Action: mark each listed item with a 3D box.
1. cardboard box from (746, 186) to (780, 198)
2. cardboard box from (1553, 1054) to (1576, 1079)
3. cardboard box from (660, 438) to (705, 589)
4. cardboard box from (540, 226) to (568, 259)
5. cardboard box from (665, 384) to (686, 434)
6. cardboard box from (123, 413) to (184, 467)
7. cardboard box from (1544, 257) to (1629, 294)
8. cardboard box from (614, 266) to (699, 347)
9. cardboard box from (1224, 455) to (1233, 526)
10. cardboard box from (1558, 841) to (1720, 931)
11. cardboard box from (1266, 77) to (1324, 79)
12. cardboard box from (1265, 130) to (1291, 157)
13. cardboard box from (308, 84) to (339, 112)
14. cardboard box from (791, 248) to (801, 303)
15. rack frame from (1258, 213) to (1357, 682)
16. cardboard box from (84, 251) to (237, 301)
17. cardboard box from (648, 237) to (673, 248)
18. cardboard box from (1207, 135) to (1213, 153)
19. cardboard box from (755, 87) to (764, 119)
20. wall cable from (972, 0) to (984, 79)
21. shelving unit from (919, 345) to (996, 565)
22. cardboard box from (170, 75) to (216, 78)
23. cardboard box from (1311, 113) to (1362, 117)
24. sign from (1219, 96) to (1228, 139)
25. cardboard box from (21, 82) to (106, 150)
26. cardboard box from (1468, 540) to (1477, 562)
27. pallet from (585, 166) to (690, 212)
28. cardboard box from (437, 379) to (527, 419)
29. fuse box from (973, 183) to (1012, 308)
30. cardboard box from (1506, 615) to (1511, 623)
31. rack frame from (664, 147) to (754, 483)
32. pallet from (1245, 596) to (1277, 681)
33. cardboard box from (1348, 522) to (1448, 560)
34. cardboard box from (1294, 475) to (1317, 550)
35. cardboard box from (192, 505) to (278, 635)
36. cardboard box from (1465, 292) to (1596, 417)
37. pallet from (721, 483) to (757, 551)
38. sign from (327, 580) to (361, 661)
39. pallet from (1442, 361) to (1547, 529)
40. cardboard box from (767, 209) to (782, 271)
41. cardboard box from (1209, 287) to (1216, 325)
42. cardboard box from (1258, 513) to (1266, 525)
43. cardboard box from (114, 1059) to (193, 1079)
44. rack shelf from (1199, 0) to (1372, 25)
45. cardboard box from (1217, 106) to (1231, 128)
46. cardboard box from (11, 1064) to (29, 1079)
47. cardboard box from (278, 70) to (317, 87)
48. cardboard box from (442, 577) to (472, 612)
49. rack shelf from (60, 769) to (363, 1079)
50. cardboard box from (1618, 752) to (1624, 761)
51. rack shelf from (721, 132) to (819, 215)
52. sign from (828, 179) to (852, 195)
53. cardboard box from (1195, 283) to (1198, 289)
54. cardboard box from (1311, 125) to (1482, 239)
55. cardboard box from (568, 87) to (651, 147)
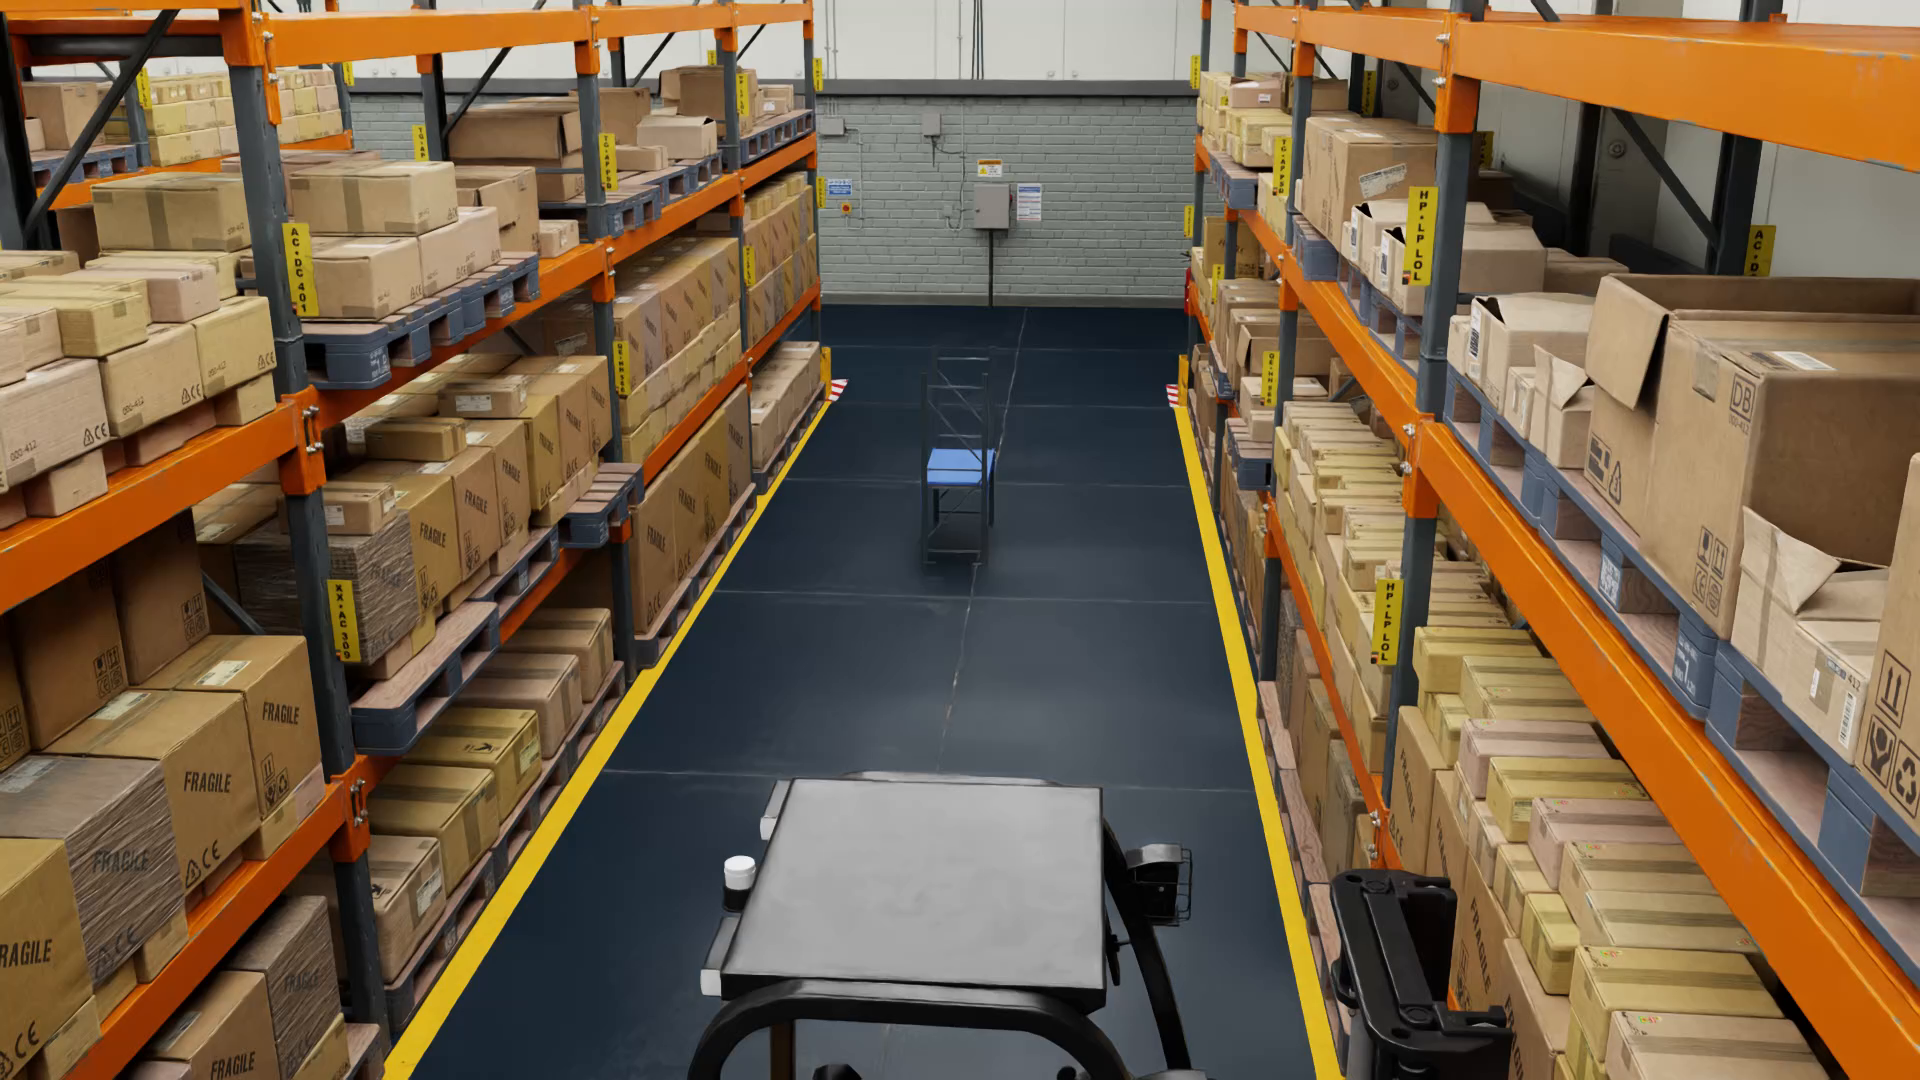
[{"bbox_3d":[-1.913,-3.256,15.735,0.380,0.149,0.250,2,18,6],"label":"cardboard box"},{"bbox_3d":[1.648,1.533,3.767,0.500,0.500,0.500,1,18,3],"label":"cardboard box"},{"bbox_3d":[-2.385,-0.215,11.998,0.875,0.875,0.875,2,18,5],"label":"cardboard box"},{"bbox_3d":[-2.409,-1.661,9.262,0.380,0.149,0.250,1,18,4],"label":"cardboard box"},{"bbox_3d":[-2.237,-0.933,11.694,0.500,0.250,0.500,2,18,6],"label":"cardboard box"},{"bbox_3d":[-2.691,-0.338,5.222,0.380,0.149,0.250,1,18,4],"label":"cardboard box"},{"bbox_3d":[2.335,-0.996,6.395,0.380,0.149,0.250,1,18,4],"label":"cardboard box"},{"bbox_3d":[-2.189,-1.677,11.957,0.500,0.500,0.500,2,18,5],"label":"cardboard box"},{"bbox_3d":[2.365,-0.369,13.071,0.500,0.500,0.500,1,18,3],"label":"cardboard box"},{"bbox_3d":[1.746,0.892,4.204,0.380,0.149,0.250,1,18,4],"label":"cardboard box"},{"bbox_3d":[3.121,-4.177,15.497,0.500,0.250,0.500,1,18,4],"label":"cardboard box"},{"bbox_3d":[2.172,-2.548,10.689,0.380,0.149,0.250,1,18,3],"label":"cardboard box"},{"bbox_3d":[-6.736,-4.542,17.088,0.500,0.250,0.500,1,18,2],"label":"cardboard box"},{"bbox_3d":[-1.861,-2.596,16.368,0.500,0.500,0.500,2,18,6],"label":"cardboard box"},{"bbox_3d":[2.365,-0.425,9.904,1.000,3.000,0.127,1,18,4],"label":"rack frame"},{"bbox_3d":[-2.678,-0.874,5.580,0.380,0.149,0.250,2,18,5],"label":"cardboard box"},{"bbox_3d":[-2.617,-2.170,13.462,0.500,0.500,0.500,1,18,5],"label":"cardboard box"},{"bbox_3d":[2.477,-3.648,15.326,0.380,0.149,0.250,1,18,4],"label":"cardboard box"},{"bbox_3d":[-2.170,-4.186,15.872,0.500,0.311,0.500,2,18,5],"label":"cardboard box"},{"bbox_3d":[1.640,-7.570,22.013,2.988,3.039,0.133,1,18,4],"label":"wall cable"},{"bbox_3d":[-0.006,-0.686,13.109,0.538,1.500,1.048,1,18,4],"label":"shelving unit"},{"bbox_3d":[-7.381,-4.385,15.970,0.380,0.149,0.250,2,18,6],"label":"cardboard box"},{"bbox_3d":[2.714,-3.027,12.119,0.380,0.149,0.250,2,18,5],"label":"cardboard box"},{"bbox_3d":[2.110,-3.349,13.178,0.100,0.325,0.005,1,18,4],"label":"sign"},{"bbox_3d":[-7.380,-3.414,13.372,0.700,0.500,0.500,1,18,4],"label":"cardboard box"},{"bbox_3d":[2.449,0.040,7.280,0.380,0.149,0.250,1,18,4],"label":"cardboard box"},{"bbox_3d":[-2.515,-2.419,11.475,1.003,0.211,1.213,2,18,6],"label":"pallet"},{"bbox_3d":[-2.422,-0.717,8.441,0.380,0.149,0.250,0,18,1],"label":"cardboard box"},{"bbox_3d":[0.453,-4.067,23.087,0.539,1.711,0.414,1,18,4],"label":"fuse box"},{"bbox_3d":[2.371,0.499,6.522,0.500,0.250,0.500,1,18,3],"label":"cardboard box"},{"bbox_3d":[-2.299,-1.777,14.030,1.000,3.000,0.127,1,18,4],"label":"rack frame"},{"bbox_3d":[2.457,0.669,11.044,1.003,0.211,1.213,1,18,4],"label":"pallet"},{"bbox_3d":[1.920,0.030,7.312,0.380,0.149,0.250,1,18,3],"label":"cardboard box"},{"bbox_3d":[1.997,-0.142,8.476,0.500,0.250,0.500,1,18,3],"label":"cardboard box"},{"bbox_3d":[-3.068,0.170,6.774,0.500,0.500,0.500,1,18,3],"label":"cardboard box"},{"bbox_3d":[1.776,-0.560,4.807,0.500,0.311,0.500,2,18,5],"label":"cardboard box"},{"bbox_3d":[-2.279,-0.211,13.728,1.003,0.211,1.213,1,18,4],"label":"pallet"},{"bbox_3d":[-2.331,0.306,6.283,0.100,0.325,0.005,1,18,4],"label":"sign"},{"bbox_3d":[2.043,-0.301,4.849,1.003,0.211,1.213,1,18,4],"label":"pallet"},{"bbox_3d":[-1.933,-2.758,15.257,0.500,0.500,0.500,2,18,5],"label":"cardboard box"},{"bbox_3d":[2.466,-2.057,14.648,0.500,0.250,0.500,1,18,4],"label":"cardboard box"},{"bbox_3d":[2.200,-0.071,11.120,0.380,0.149,0.250,1,18,2],"label":"cardboard box"},{"bbox_3d":[-2.717,1.964,5.149,0.500,0.500,0.500,2,18,7],"label":"cardboard box"},{"bbox_3d":[2.795,-4.796,14.770,1.077,0.370,4.000,1,18,4],"label":"rack shelf"},{"bbox_3d":[2.193,-3.279,12.887,0.380,0.149,0.250,2,18,6],"label":"cardboard box"},{"bbox_3d":[-2.768,1.485,4.477,0.380,0.149,0.250,1,18,2],"label":"cardboard box"},{"bbox_3d":[-6.782,-4.695,16.916,0.380,0.149,0.250,2,18,5],"label":"cardboard box"},{"bbox_3d":[-2.487,0.216,7.674,0.380,0.149,0.250,2,18,5],"label":"cardboard box"},{"bbox_3d":[-3.016,1.670,4.664,1.077,0.370,4.000,1,18,4],"label":"rack shelf"},{"bbox_3d":[2.329,0.645,5.434,0.380,0.149,0.250,1,18,2],"label":"cardboard box"},{"bbox_3d":[-2.156,-3.482,15.571,1.077,0.370,4.000,1,18,4],"label":"rack shelf"},{"bbox_3d":[-1.675,-4.920,23.187,0.327,0.218,0.001,1,18,4],"label":"sign"},{"bbox_3d":[2.642,-2.695,17.233,0.380,0.149,0.250,1,18,3],"label":"cardboard box"},{"bbox_3d":[2.134,-1.767,8.186,0.700,0.500,0.500,1,18,3],"label":"cardboard box"},{"bbox_3d":[-2.652,-3.183,12.667,0.500,0.500,0.500,1,18,3],"label":"cardboard box"}]
